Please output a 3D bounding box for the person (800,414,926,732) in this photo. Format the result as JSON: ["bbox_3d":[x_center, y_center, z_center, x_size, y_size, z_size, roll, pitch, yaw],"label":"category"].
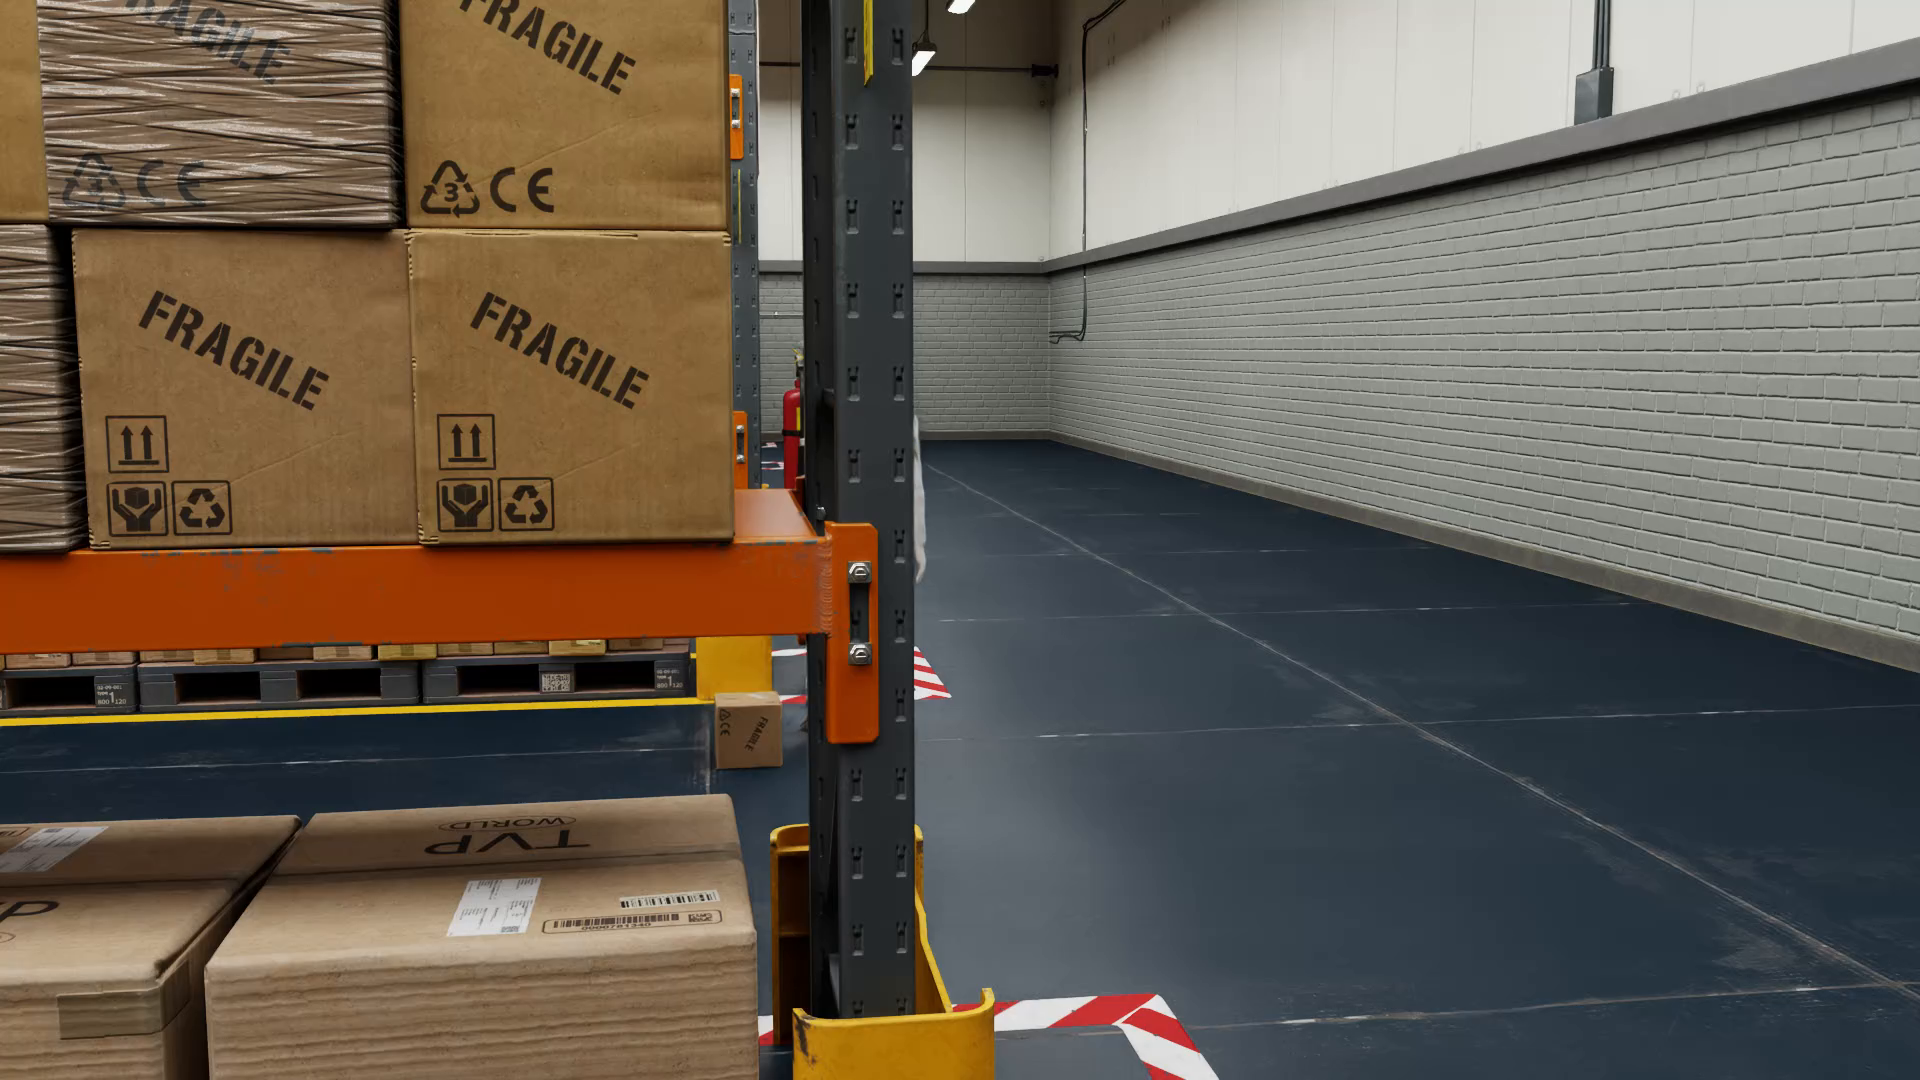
[{"bbox_3d":[-0.404,-0.002,6.705,0.549,1.659,0.418,4,8,29],"label":"person"}]
